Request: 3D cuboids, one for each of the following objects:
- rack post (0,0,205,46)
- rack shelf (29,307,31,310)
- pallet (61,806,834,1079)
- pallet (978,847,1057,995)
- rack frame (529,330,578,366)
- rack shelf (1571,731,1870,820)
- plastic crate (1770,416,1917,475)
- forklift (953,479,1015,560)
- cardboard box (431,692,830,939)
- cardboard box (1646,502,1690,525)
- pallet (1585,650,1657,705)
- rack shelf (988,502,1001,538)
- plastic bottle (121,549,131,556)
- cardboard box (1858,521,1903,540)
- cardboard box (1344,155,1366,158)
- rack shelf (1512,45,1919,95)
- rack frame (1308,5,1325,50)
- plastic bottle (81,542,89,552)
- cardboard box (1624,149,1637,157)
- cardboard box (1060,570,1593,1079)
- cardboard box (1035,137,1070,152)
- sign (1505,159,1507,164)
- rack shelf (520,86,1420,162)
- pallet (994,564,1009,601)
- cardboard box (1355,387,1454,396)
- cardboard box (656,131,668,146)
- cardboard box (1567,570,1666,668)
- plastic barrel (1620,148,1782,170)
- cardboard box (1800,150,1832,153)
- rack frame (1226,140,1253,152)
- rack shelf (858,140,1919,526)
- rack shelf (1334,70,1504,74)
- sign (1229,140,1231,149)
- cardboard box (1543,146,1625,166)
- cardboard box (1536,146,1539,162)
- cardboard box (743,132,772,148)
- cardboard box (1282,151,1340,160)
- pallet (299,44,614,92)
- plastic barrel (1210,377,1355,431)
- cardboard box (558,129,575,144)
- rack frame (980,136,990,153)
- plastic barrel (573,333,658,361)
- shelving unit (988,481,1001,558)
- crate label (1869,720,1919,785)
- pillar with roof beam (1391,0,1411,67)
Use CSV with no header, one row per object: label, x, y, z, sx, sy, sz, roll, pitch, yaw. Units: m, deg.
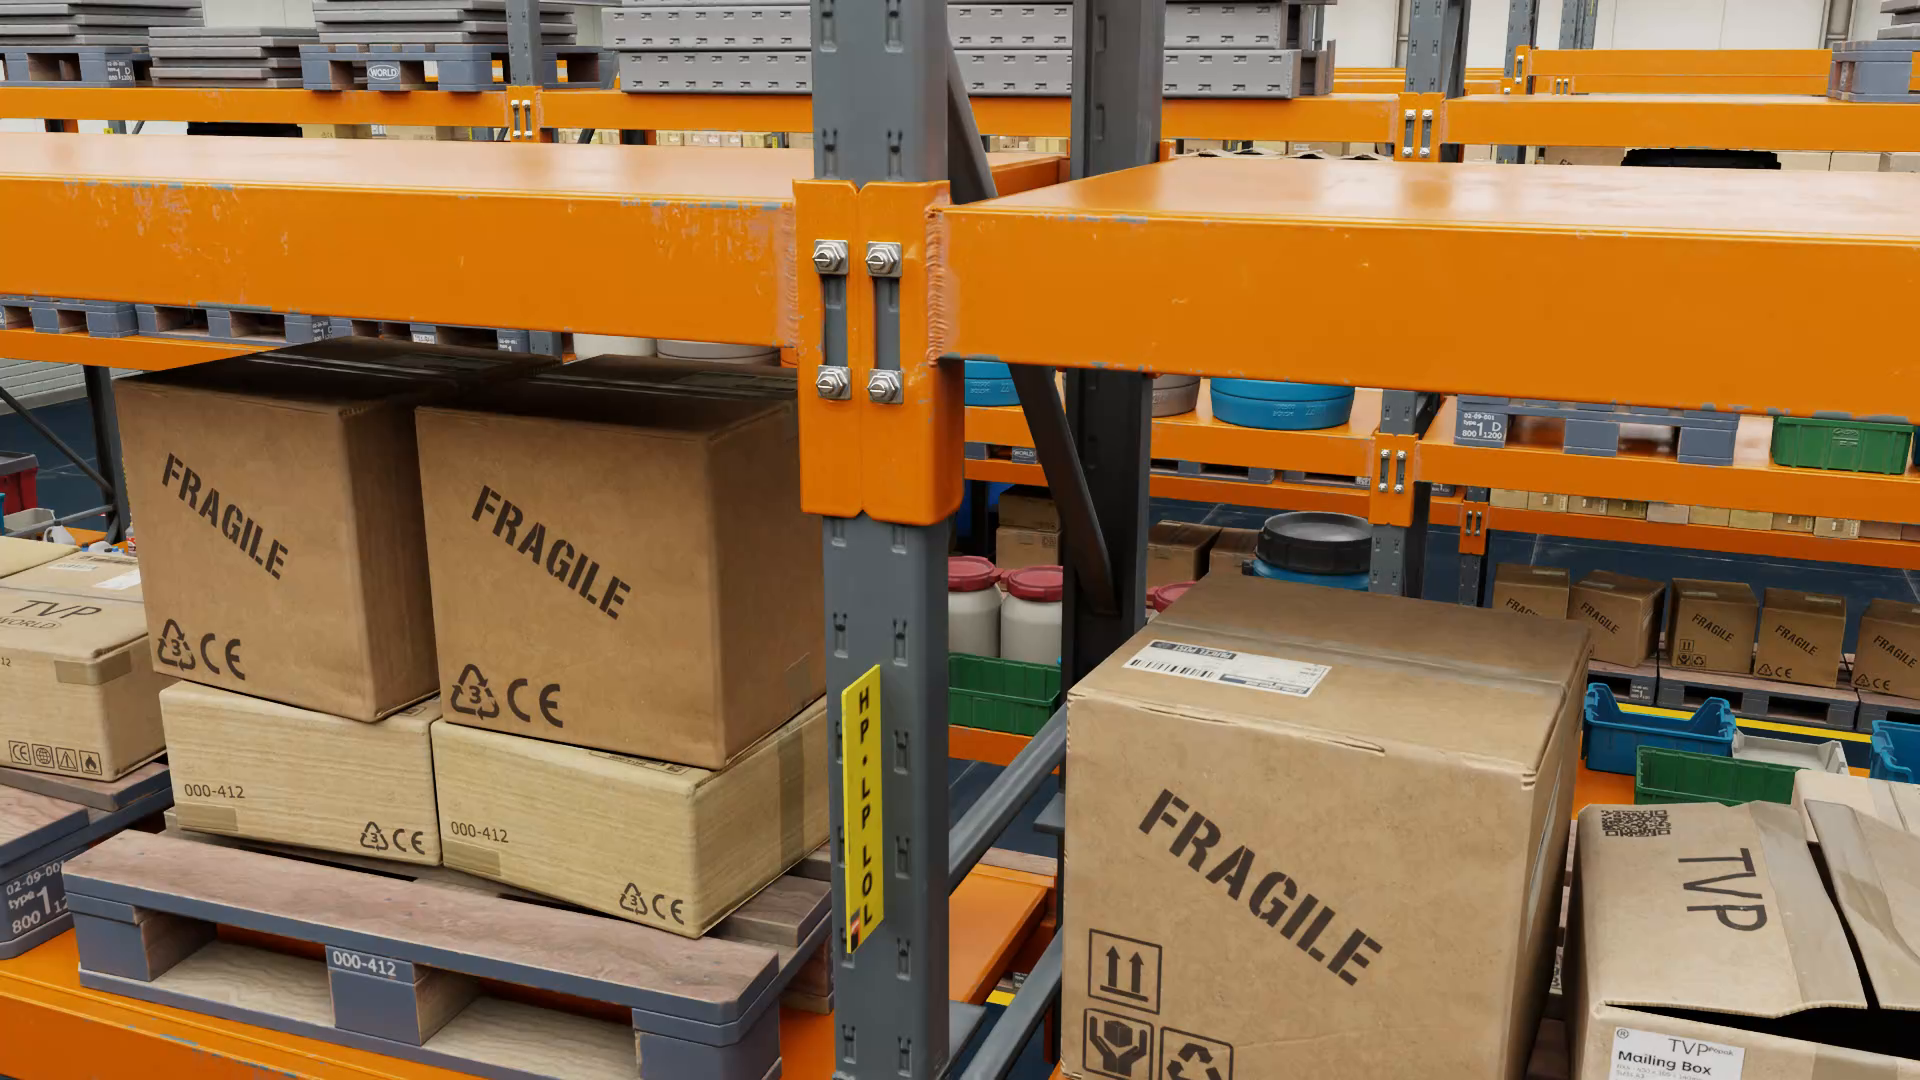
rack post,-4.769,-2.843,9.039,0.954,0.300,0.937,6,17,20
rack shelf,-7.402,-1.393,10.577,4.000,0.370,1.077,6,17,21
pallet,-0.745,0.574,2.855,1.217,0.209,0.805,6,17,18
pallet,0.017,1.870,8.430,1.213,0.211,1.003,6,17,21
rack frame,-1.820,0.316,8.780,0.127,3.000,1.000,6,17,21
rack shelf,3.761,1.276,6.766,4.000,0.370,1.077,6,17,21
plastic crate,3.269,-0.381,6.183,0.450,0.188,0.336,6,17,21
forklift,-0.251,-1.567,15.392,1.130,2.935,3.031,-7,18,-23
cardboard box,-0.490,0.374,2.717,0.500,0.250,0.500,8,18,26
cardboard box,4.732,-0.232,11.119,0.250,0.149,0.380,6,17,21
pallet,4.356,0.840,11.979,1.213,0.211,1.003,6,17,21
rack shelf,0.482,-0.066,14.106,0.480,0.518,0.431,2,16,30
plastic bottle,-4.882,0.152,9.703,0.097,0.201,0.097,0,16,0
cardboard box,5.929,-0.128,10.763,0.250,0.149,0.380,6,17,21
cardboard box,3.969,-3.707,16.568,0.258,0.266,0.396,6,17,21
rack shelf,5.579,-2.888,10.355,4.000,0.370,1.077,6,17,21
rack frame,5.451,-7.707,25.658,0.127,3.000,1.000,6,17,21
plastic bottle,-5.028,0.148,9.592,0.097,0.271,0.097,0,16,0
cardboard box,5.984,-3.474,15.257,0.500,0.250,0.500,6,17,21
cardboard box,0.452,0.372,2.024,0.500,0.500,0.500,8,18,25
cardboard box,0.957,-4.123,17.140,0.258,0.266,0.396,6,17,21
sign,3.518,-2.293,10.753,0.005,0.325,0.100,6,17,21
rack shelf,0.040,-1.823,7.395,4.000,0.370,1.077,6,17,21
pallet,0.723,0.451,13.317,1.213,0.211,1.003,6,17,21
cardboard box,3.030,-1.166,12.058,1.000,1.000,1.000,6,17,21
cardboard box,-3.414,-4.540,18.786,0.250,0.149,0.380,6,17,20
cardboard box,4.611,0.548,11.714,0.500,0.500,0.500,13,21,38
plastic barrel,2.787,-1.028,6.378,0.708,0.901,0.600,6,17,21
cardboard box,7.496,-3.481,14.568,0.250,0.149,0.380,6,17,21
rack frame,3.633,-6.420,21.222,0.127,3.000,1.000,6,17,21
rack shelf,1.940,-0.129,1.562,4.000,0.370,1.077,6,17,21
rack shelf,5.494,-5.677,20.673,4.000,0.370,1.077,6,17,21
sign,3.422,-5.122,21.064,0.005,0.325,0.100,6,17,21
cardboard box,4.230,-2.451,11.322,0.500,0.500,0.500,6,17,19
cardboard box,6.958,-4.863,20.757,0.500,0.250,0.500,6,17,19
cardboard box,-2.201,-4.415,18.353,0.250,0.149,0.380,5,17,18
cardboard box,3.447,-3.657,16.313,0.500,0.311,0.500,6,17,20
pallet,-2.480,-2.364,8.308,1.003,0.211,1.213,6,17,21
plastic barrel,1.348,-0.952,6.868,0.708,0.901,0.600,6,17,21
cardboard box,-4.631,-4.668,19.226,0.250,0.149,0.380,7,17,21
rack frame,-0.003,-3.849,12.369,0.127,3.000,1.000,6,17,21
plastic barrel,-1.644,-1.067,7.963,0.421,0.512,0.421,0,16,0
shelving unit,0.403,-0.755,13.939,0.503,2.100,0.431,2,16,30
crate label,3.810,1.000,6.363,0.616,0.435,0.502,6,17,21
pillar with roof beam,5.415,-6.691,22.158,0.400,9.000,9.100,6,17,21
